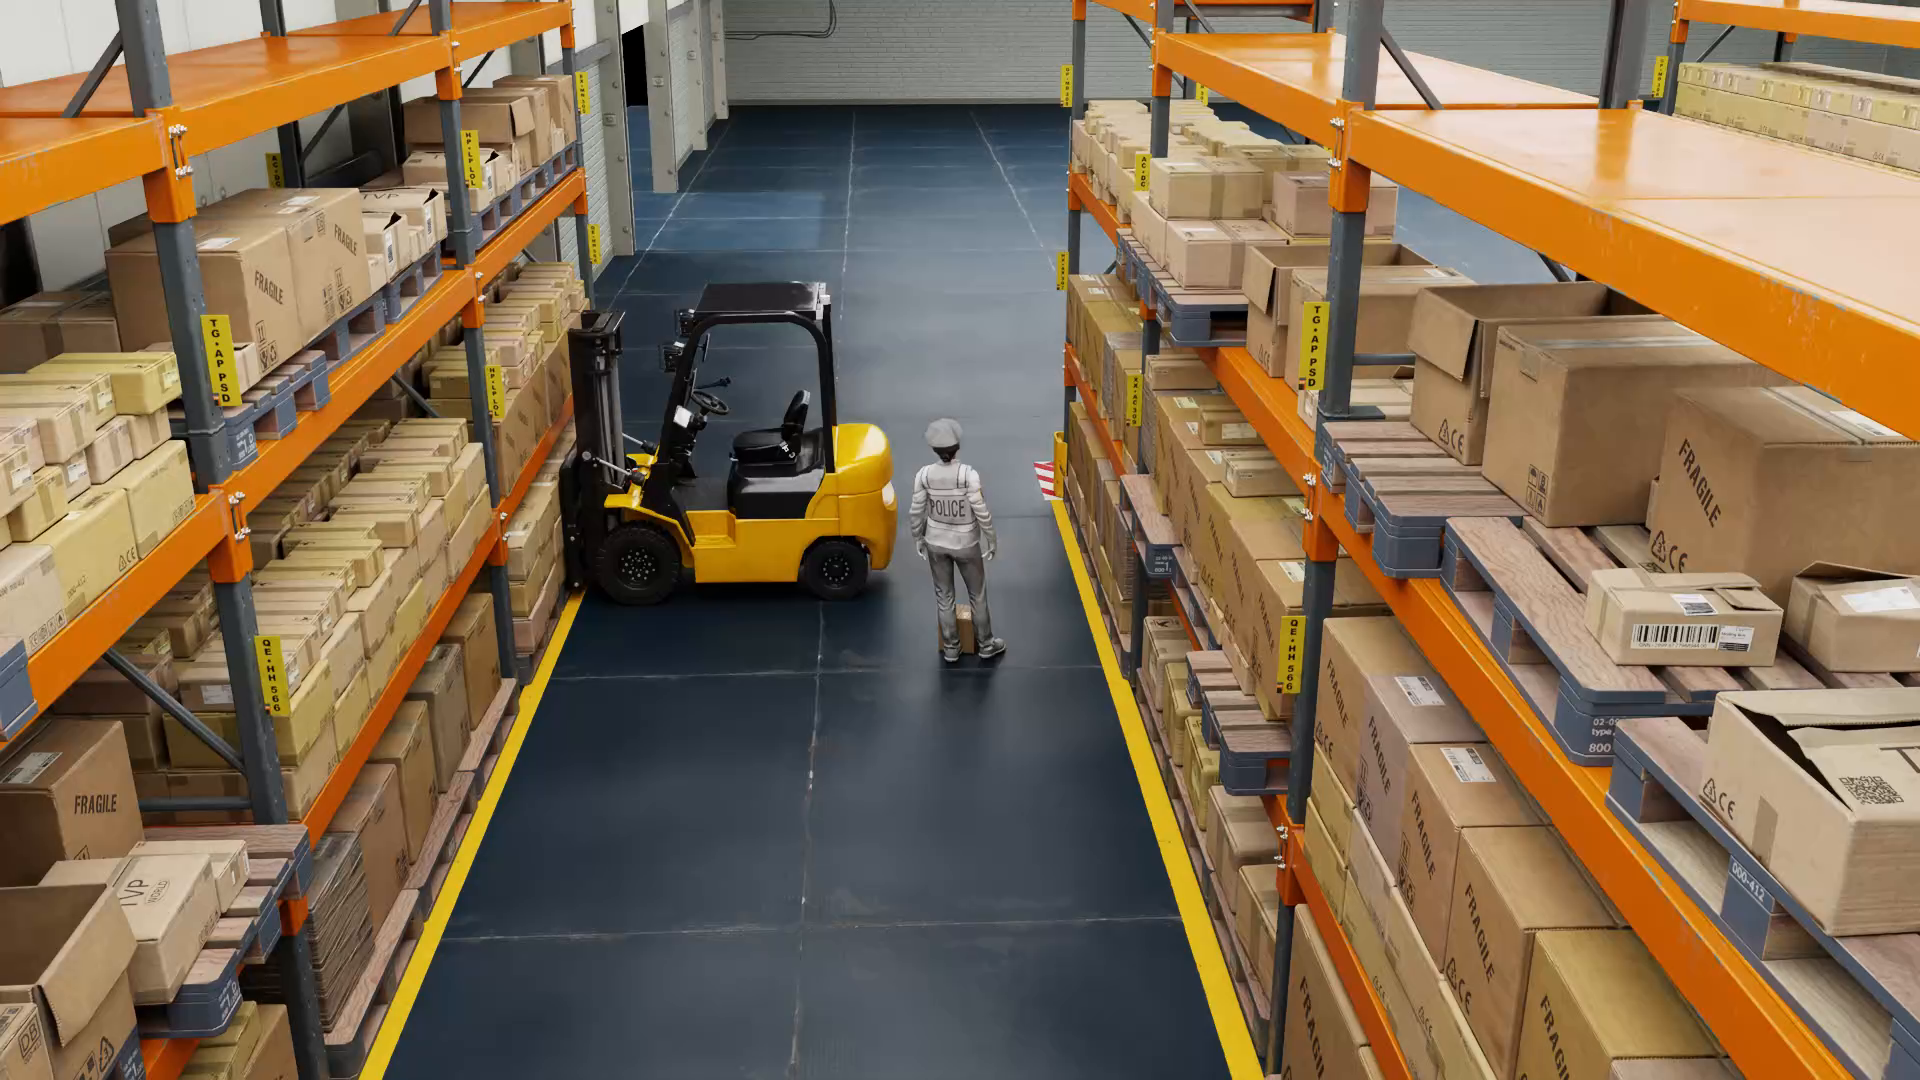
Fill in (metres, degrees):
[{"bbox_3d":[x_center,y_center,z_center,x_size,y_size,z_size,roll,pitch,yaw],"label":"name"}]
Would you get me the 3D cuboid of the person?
[{"bbox_3d":[-0.024,-0.003,11.013,0.586,1.695,0.532,6,21,15],"label":"person"}]
